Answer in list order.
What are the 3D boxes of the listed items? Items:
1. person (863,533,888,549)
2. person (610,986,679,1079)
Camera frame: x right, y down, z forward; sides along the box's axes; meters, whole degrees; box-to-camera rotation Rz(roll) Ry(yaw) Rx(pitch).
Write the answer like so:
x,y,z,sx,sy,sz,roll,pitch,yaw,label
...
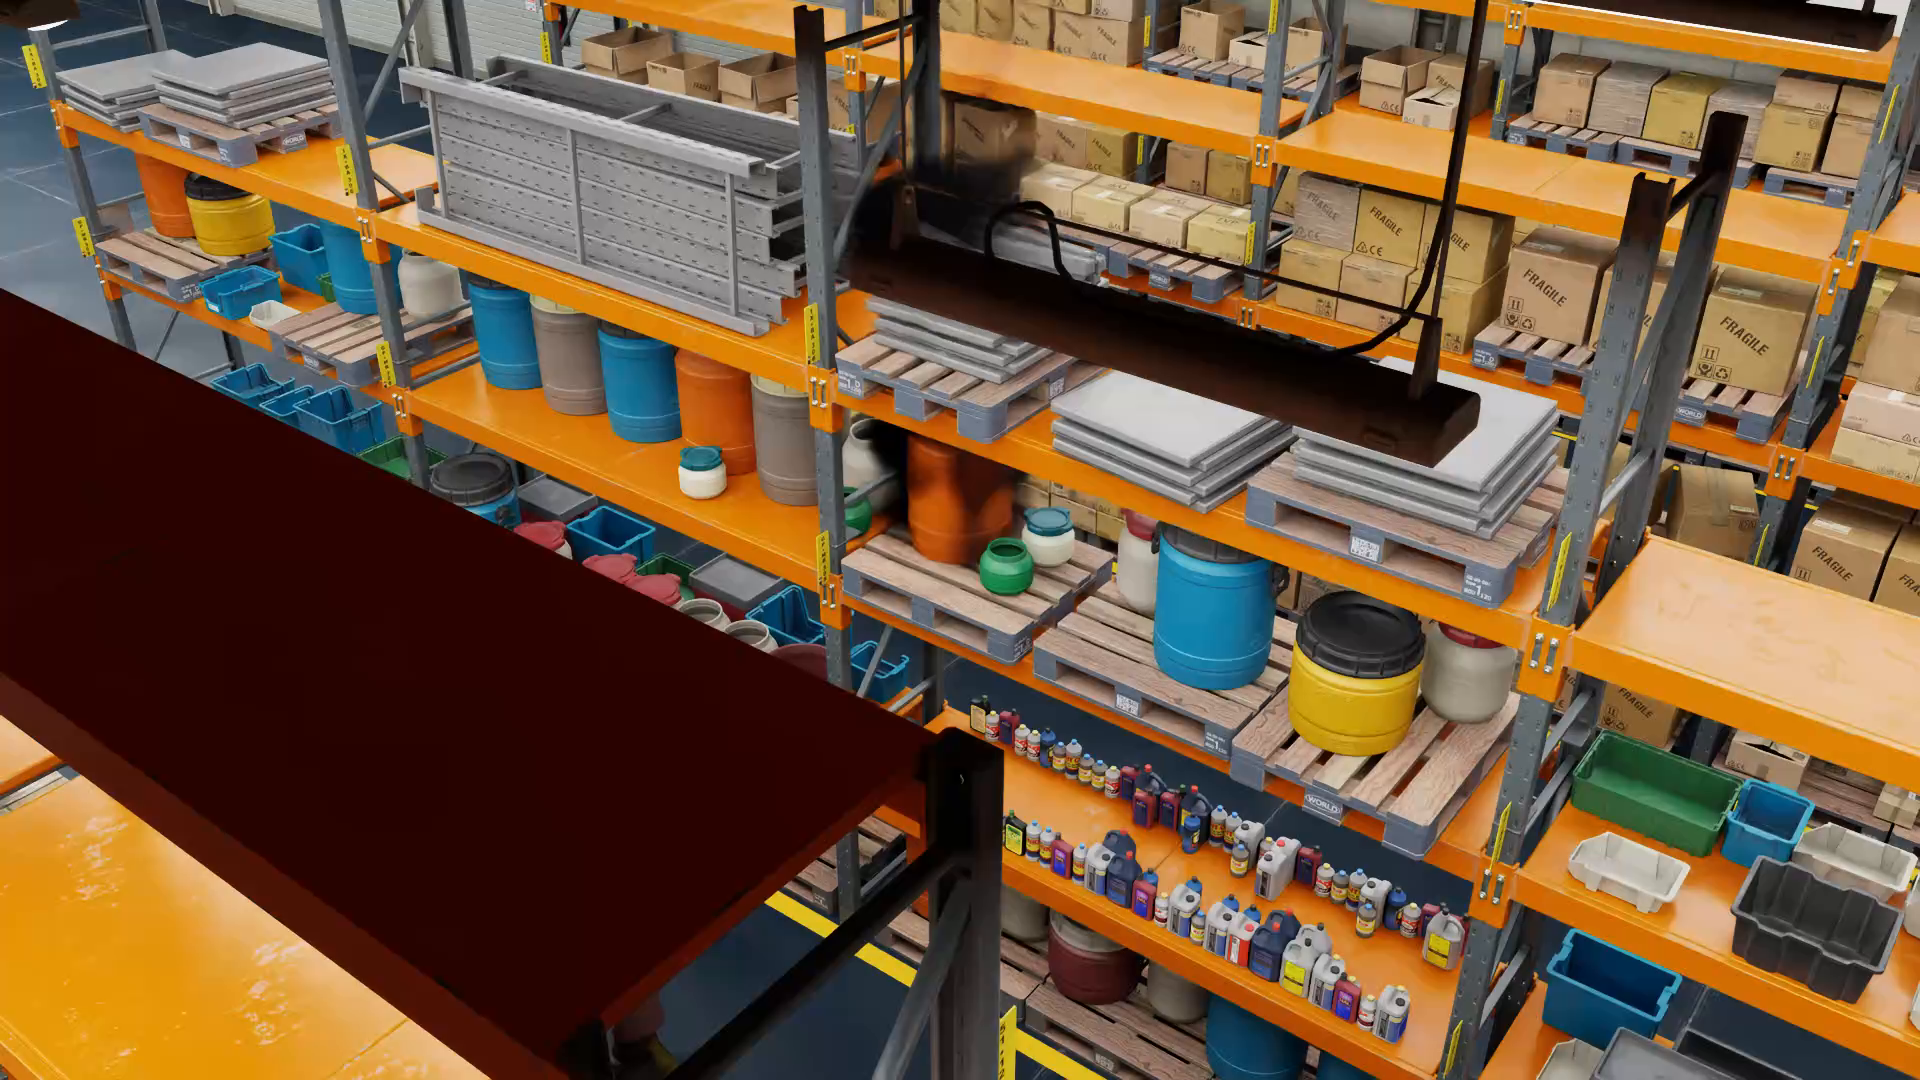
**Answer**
x,y,z,sx,sy,sz,roll,pitch,yaw,label
-0.572,-0.142,13.666,0.833,1.607,0.728,17,35,25,person
-1.818,2.545,9.388,0.910,1.836,0.681,14,34,21,person
